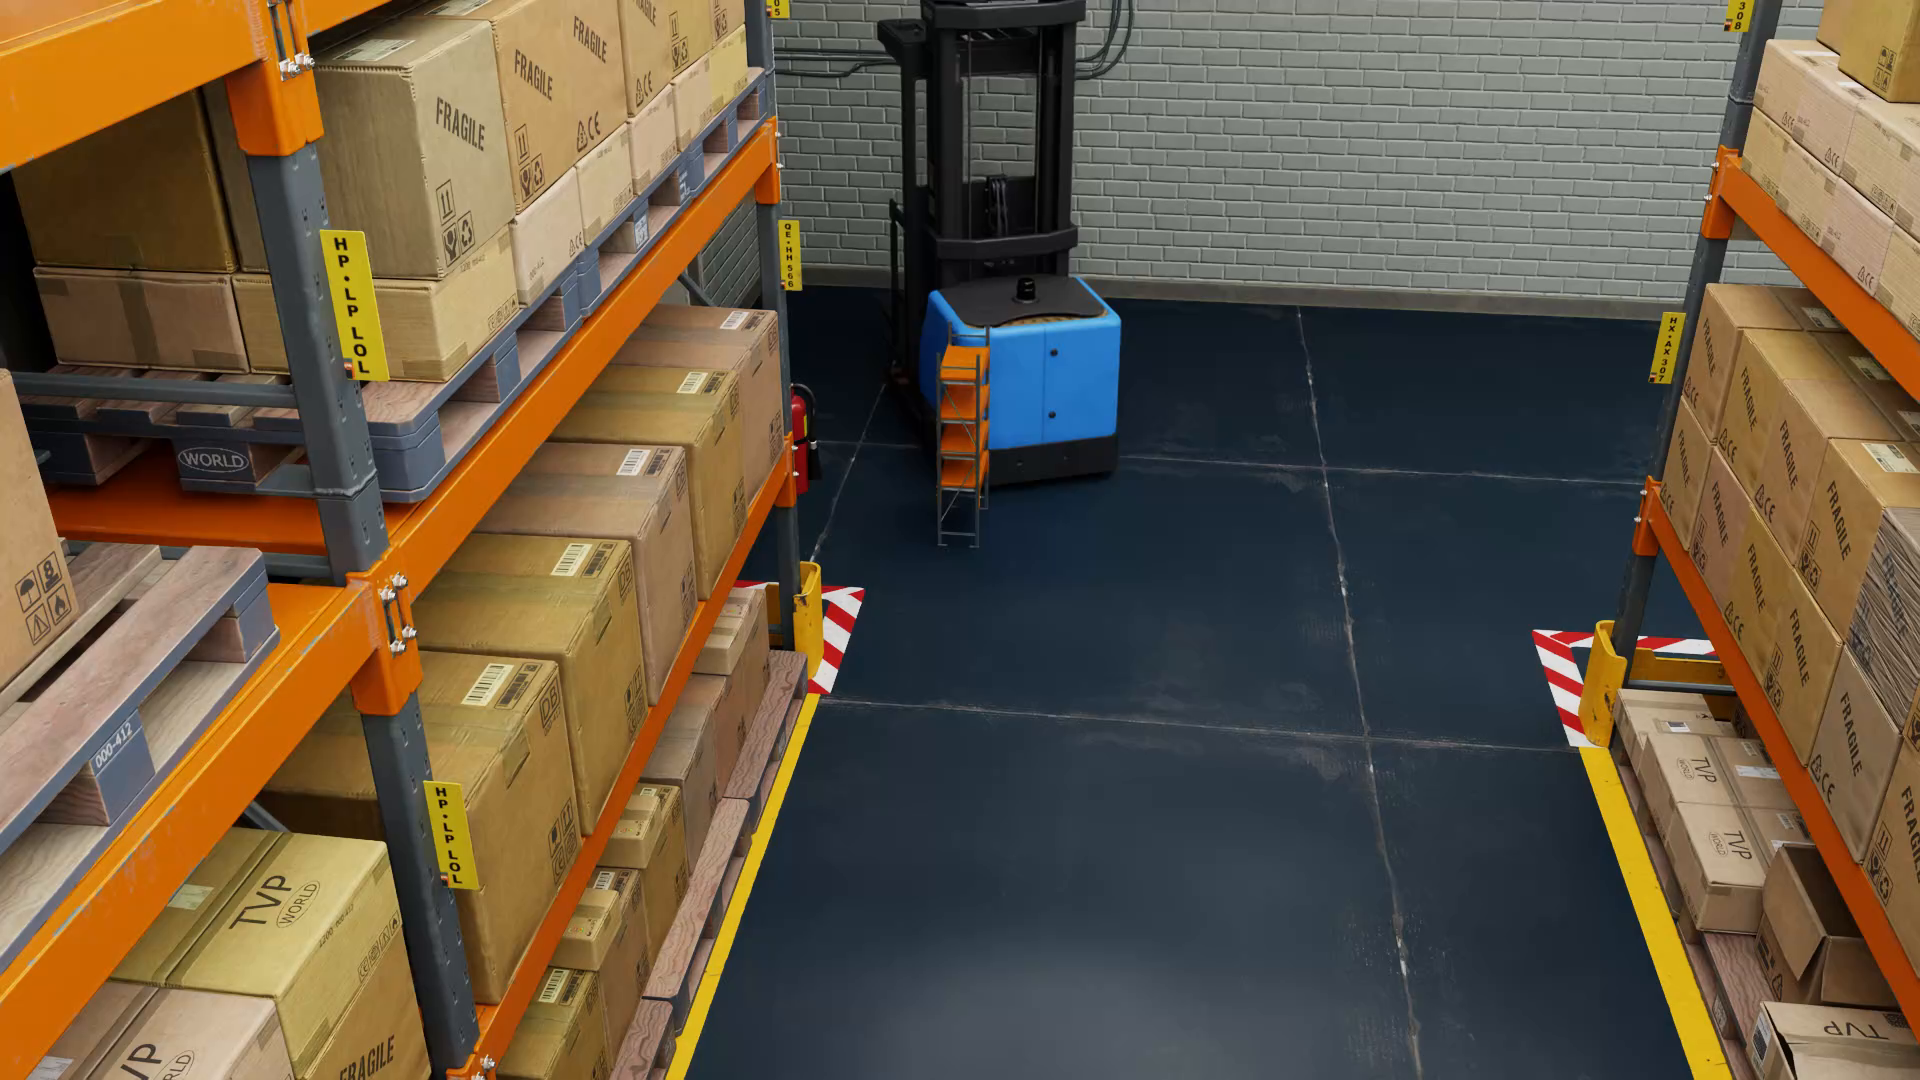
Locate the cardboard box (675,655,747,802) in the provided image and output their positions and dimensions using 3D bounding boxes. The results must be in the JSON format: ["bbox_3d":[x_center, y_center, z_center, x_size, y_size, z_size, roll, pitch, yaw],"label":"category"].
[{"bbox_3d":[-1.353,0.781,7.330,0.700,0.500,0.500,3,28,6],"label":"cardboard box"}]

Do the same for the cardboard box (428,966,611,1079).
[{"bbox_3d":[-1.602,1.747,5.537,0.700,0.500,0.500,4,29,7],"label":"cardboard box"}]

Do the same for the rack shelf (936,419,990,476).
[{"bbox_3d":[0.020,-0.547,9.642,0.258,0.148,0.480,3,28,6],"label":"rack shelf"}]

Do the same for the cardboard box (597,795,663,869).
[{"bbox_3d":[-1.315,1.065,6.119,0.380,0.149,0.250,3,28,5],"label":"cardboard box"}]

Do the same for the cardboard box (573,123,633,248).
[{"bbox_3d":[-1.317,-1.097,5.071,0.500,0.250,0.500,3,28,5],"label":"cardboard box"}]

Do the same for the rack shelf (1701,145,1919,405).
[{"bbox_3d":[3.367,-0.482,5.077,1.077,0.370,4.000,3,28,6],"label":"rack shelf"}]

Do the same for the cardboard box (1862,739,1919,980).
[{"bbox_3d":[2.990,0.927,4.762,0.500,0.500,0.500,4,29,8],"label":"cardboard box"}]

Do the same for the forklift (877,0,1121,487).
[{"bbox_3d":[0.103,-2.293,10.916,1.130,2.935,3.031,-8,29,-14],"label":"forklift"}]

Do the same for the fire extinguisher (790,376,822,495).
[{"bbox_3d":[-0.829,-0.551,8.086,0.296,0.674,0.183,3,28,6],"label":"fire extinguisher"}]

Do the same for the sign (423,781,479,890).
[{"bbox_3d":[-1.256,0.730,4.096,0.100,0.325,0.005,3,28,6],"label":"sign"}]

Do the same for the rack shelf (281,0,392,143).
[{"bbox_3d":[-1.550,-1.912,4.992,1.077,0.370,4.000,3,28,6],"label":"rack shelf"}]

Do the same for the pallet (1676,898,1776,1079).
[{"bbox_3d":[3.354,1.792,6.201,1.003,0.211,1.213,3,28,6],"label":"pallet"}]

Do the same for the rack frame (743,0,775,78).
[{"bbox_3d":[-1.305,-3.347,6.474,1.000,3.000,0.127,3,28,6],"label":"rack frame"}]

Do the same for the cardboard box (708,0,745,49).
[{"bbox_3d":[-1.124,-2.159,6.251,0.500,0.500,0.500,3,28,6],"label":"cardboard box"}]

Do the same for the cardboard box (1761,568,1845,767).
[{"bbox_3d":[3.110,0.445,5.657,0.500,0.500,0.500,4,29,7],"label":"cardboard box"}]

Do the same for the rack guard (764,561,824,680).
[{"bbox_3d":[-1.302,0.384,8.511,1.175,0.500,0.348,3,28,6],"label":"rack guard"}]

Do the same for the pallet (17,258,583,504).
[{"bbox_3d":[-1.685,-0.489,4.425,1.003,0.211,1.213,3,28,6],"label":"pallet"}]

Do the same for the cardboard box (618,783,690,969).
[{"bbox_3d":[-1.472,1.269,6.424,0.700,0.500,0.500,4,29,7],"label":"cardboard box"}]

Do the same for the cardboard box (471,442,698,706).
[{"bbox_3d":[-1.538,0.105,6.077,0.980,0.700,0.700,2,28,4],"label":"cardboard box"}]

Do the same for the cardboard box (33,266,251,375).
[{"bbox_3d":[-1.944,-0.642,4.226,0.500,0.250,0.500,4,29,7],"label":"cardboard box"}]

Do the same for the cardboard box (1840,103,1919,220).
[{"bbox_3d":[3.167,-1.197,5.277,0.500,0.250,0.500,3,28,6],"label":"cardboard box"}]

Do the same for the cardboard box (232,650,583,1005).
[{"bbox_3d":[-1.713,0.791,4.803,0.980,0.700,0.700,4,29,7],"label":"cardboard box"}]

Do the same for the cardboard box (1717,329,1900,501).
[{"bbox_3d":[3.239,-0.463,6.288,0.500,0.500,0.500,4,29,7],"label":"cardboard box"}]

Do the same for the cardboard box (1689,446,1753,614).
[{"bbox_3d":[3.238,-0.027,6.531,0.500,0.500,0.500,3,28,6],"label":"cardboard box"}]

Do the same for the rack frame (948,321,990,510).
[{"bbox_3d":[0.050,-0.721,9.823,0.240,1.200,0.015,3,28,6],"label":"rack frame"}]

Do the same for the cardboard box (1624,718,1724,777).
[{"bbox_3d":[3.189,0.929,7.386,0.380,0.166,0.250,3,28,6],"label":"cardboard box"}]

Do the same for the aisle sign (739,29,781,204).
[{"bbox_3d":[-0.999,-1.866,7.311,0.394,0.787,0.004,3,28,6],"label":"aisle sign"}]

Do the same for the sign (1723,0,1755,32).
[{"bbox_3d":[3.073,-2.156,6.505,0.100,0.325,0.005,3,28,6],"label":"sign"}]

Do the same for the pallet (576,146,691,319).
[{"bbox_3d":[-1.533,-1.061,5.488,1.003,0.211,1.213,3,28,6],"label":"pallet"}]

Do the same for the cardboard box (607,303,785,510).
[{"bbox_3d":[-1.358,-0.597,7.379,0.980,0.700,0.700,5,29,9],"label":"cardboard box"}]

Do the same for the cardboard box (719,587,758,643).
[{"bbox_3d":[-1.127,0.331,7.482,0.380,0.149,0.250,3,28,6],"label":"cardboard box"}]

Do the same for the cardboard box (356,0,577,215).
[{"bbox_3d":[-1.373,-1.198,4.467,0.500,0.500,0.500,3,28,5],"label":"cardboard box"}]

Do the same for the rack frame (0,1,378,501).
[{"bbox_3d":[-1.795,-1.464,2.979,1.000,3.000,0.127,3,28,6],"label":"rack frame"}]

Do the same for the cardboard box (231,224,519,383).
[{"bbox_3d":[-1.449,-0.616,4.178,0.500,0.250,0.500,3,28,6],"label":"cardboard box"}]

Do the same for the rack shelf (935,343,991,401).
[{"bbox_3d":[0.020,-0.952,9.424,0.258,0.148,0.480,3,28,6],"label":"rack shelf"}]

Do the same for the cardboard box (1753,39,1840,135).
[{"bbox_3d":[3.290,-1.667,6.150,0.500,0.250,0.500,3,28,6],"label":"cardboard box"}]

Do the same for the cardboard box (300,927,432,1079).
[{"bbox_3d":[-1.602,1.226,3.872,0.500,0.500,0.500,3,28,5],"label":"cardboard box"}]

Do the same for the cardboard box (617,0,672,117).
[{"bbox_3d":[-1.252,-1.678,5.358,0.500,0.500,0.500,2,28,4],"label":"cardboard box"}]

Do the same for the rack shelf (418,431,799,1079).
[{"bbox_3d":[-1.550,0.553,6.320,1.077,0.370,4.000,3,28,6],"label":"rack shelf"}]

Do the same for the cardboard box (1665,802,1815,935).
[{"bbox_3d":[3.141,1.308,6.595,0.500,0.250,0.500,3,28,6],"label":"cardboard box"}]

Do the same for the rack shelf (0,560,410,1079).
[{"bbox_3d":[-2.040,1.115,2.114,1.077,0.370,4.000,3,28,6],"label":"rack shelf"}]

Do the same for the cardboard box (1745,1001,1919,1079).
[{"bbox_3d":[3.002,1.816,5.588,0.500,0.311,0.500,3,28,6],"label":"cardboard box"}]

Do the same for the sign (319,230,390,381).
[{"bbox_3d":[-1.256,-0.482,3.443,0.100,0.325,0.005,3,28,6],"label":"sign"}]

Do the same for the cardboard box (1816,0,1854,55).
[{"bbox_3d":[3.565,-1.981,5.943,0.700,0.500,0.500,3,28,6],"label":"cardboard box"}]

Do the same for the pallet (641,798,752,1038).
[{"bbox_3d":[-1.477,1.476,6.788,1.003,0.211,1.213,3,28,6],"label":"pallet"}]

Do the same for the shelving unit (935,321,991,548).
[{"bbox_3d":[0.020,-0.606,9.610,0.258,1.200,0.503,3,28,6],"label":"shelving unit"}]

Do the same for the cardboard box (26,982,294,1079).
[{"bbox_3d":[-1.671,1.138,3.244,0.500,0.250,0.500,4,29,7],"label":"cardboard box"}]

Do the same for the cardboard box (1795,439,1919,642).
[{"bbox_3d":[3.112,0.011,5.407,0.500,0.500,0.500,3,28,6],"label":"cardboard box"}]

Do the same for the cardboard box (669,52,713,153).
[{"bbox_3d":[-1.194,-1.584,5.974,0.500,0.250,0.500,2,28,4],"label":"cardboard box"}]

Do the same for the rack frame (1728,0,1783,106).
[{"bbox_3d":[3.612,-3.060,5.943,1.000,3.000,0.127,3,28,6],"label":"rack frame"}]

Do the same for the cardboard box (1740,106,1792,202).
[{"bbox_3d":[3.296,-1.447,6.268,0.500,0.250,0.500,3,28,6],"label":"cardboard box"}]

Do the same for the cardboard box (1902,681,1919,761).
[{"bbox_3d":[2.987,0.485,4.528,0.500,0.500,0.500,3,28,5],"label":"cardboard box"}]

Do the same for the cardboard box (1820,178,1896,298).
[{"bbox_3d":[3.163,-0.977,5.396,0.500,0.250,0.500,3,28,6],"label":"cardboard box"}]

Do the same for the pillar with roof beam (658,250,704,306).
[{"bbox_3d":[2.440,-4.418,8.462,9.100,9.000,0.400,3,28,6],"label":"pillar with roof beam"}]
